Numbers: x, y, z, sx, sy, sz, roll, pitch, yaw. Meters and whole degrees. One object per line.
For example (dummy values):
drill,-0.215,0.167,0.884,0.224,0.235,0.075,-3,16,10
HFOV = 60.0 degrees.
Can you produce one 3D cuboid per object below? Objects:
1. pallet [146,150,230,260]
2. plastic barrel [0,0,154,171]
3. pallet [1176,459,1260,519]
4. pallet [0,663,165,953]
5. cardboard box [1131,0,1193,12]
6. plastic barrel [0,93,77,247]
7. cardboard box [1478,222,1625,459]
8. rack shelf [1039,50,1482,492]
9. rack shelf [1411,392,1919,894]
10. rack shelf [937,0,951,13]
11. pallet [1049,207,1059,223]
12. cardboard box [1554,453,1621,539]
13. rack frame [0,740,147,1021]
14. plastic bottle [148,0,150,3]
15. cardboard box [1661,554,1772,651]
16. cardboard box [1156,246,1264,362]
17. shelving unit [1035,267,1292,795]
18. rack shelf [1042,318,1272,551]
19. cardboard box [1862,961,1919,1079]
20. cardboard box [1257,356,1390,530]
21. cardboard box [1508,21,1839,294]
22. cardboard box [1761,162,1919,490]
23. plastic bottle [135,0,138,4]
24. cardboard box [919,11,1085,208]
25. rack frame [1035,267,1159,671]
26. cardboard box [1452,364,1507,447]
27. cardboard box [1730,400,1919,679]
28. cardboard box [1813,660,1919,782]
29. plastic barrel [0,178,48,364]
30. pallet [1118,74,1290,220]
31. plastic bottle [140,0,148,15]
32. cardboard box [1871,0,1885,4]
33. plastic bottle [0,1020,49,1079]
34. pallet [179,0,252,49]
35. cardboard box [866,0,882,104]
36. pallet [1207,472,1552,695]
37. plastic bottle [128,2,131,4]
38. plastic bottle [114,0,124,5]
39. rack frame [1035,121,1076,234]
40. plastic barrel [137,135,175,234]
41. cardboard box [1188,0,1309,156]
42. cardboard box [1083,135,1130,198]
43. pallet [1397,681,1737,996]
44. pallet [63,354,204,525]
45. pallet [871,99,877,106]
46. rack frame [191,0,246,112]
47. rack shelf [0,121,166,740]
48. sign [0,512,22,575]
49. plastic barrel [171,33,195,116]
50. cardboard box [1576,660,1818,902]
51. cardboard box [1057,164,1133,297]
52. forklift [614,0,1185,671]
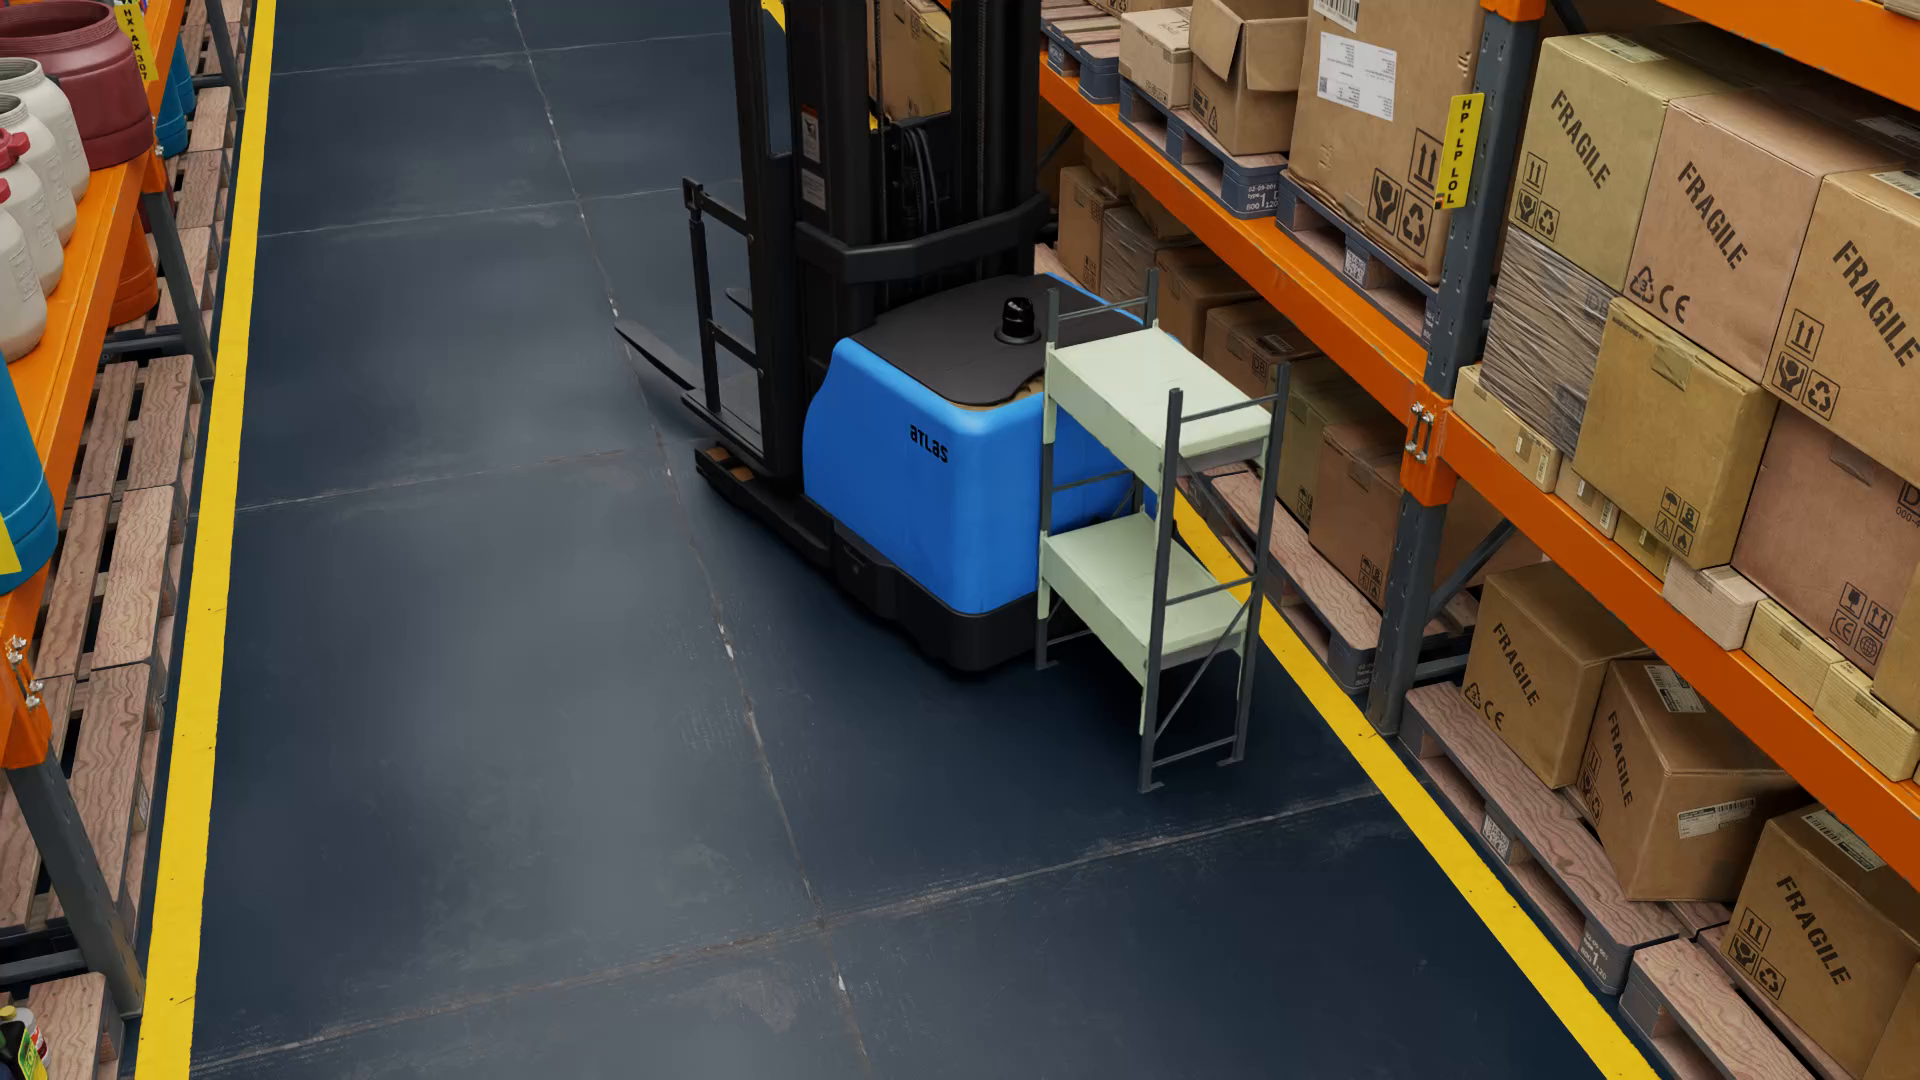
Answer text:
pallet,-4.678,-1.835,9.335,1.003,0.211,1.213,-10,35,-15
plastic barrel,-3.600,-1.816,6.654,0.600,0.536,0.708,-10,35,-15
pallet,1.293,-0.572,7.423,1.003,0.211,1.213,-10,35,-15
pallet,-3.086,0.906,5.188,1.003,0.211,1.213,-10,35,-15
cardboard box,1.156,-2.449,7.263,0.700,0.500,0.500,-5,34,-8
plastic barrel,-3.384,-1.273,5.855,0.421,0.512,0.421,0,33,0
cardboard box,1.986,-0.604,4.583,0.875,0.500,0.500,-10,35,-15
rack shelf,1.297,-1.435,6.853,1.077,0.370,4.000,-10,35,-15
rack shelf,2.517,0.665,3.675,1.077,0.370,4.000,-10,35,-15
rack shelf,0.077,-3.535,10.031,1.077,0.370,4.000,-10,35,-15
pallet,0.519,-2.048,9.658,1.003,0.211,1.213,-10,35,-15
cardboard box,1.853,-0.156,4.494,0.380,0.149,0.250,-10,35,-15
rack frame,-2.810,0.148,3.805,1.000,3.000,0.127,-10,35,-15
plastic bottle,-4.277,-2.910,8.545,0.152,0.276,0.135,-10,35,-15
cardboard box,1.975,0.111,4.088,0.380,0.149,0.250,-10,35,-15
cardboard box,1.272,-0.992,7.398,0.700,0.500,0.500,-7,34,-11
shelving unit,0.615,-0.021,5.422,0.431,1.500,0.755,-15,36,-21
rack shelf,0.615,-0.347,5.207,0.431,0.370,0.720,-15,36,-21
cardboard box,2.565,1.312,3.929,0.500,0.500,0.500,-7,34,-10
cardboard box,1.613,-0.405,6.510,0.700,0.500,0.500,-10,35,-15
cardboard box,1.803,-0.989,4.258,0.500,0.500,0.500,-10,35,-15
cardboard box,2.108,-0.464,3.464,0.500,0.500,0.500,-10,35,-15
plastic bottle,-4.115,-2.679,8.201,0.097,0.271,0.097,0,33,0
cardboard box,0.497,-2.439,9.267,1.225,0.875,0.875,-12,35,-17
rack frame,0.457,-0.203,5.697,0.400,1.500,0.023,-15,36,-21
cardboard box,1.687,-0.416,4.887,0.380,0.149,0.250,-10,35,-15
cardboard box,2.353,-0.090,3.805,0.875,0.500,0.500,-10,35,-15
cardboard box,2.157,0.369,3.699,0.380,0.149,0.250,-10,35,-15
plastic barrel,-3.116,-0.833,5.166,0.433,0.535,0.433,0,33,0
pallet,1.330,-1.672,6.734,1.003,0.211,1.213,-10,35,-15
plastic bottle,-4.163,-2.799,8.371,0.061,0.283,0.133,-10,35,-15
cardboard box,1.967,-1.317,3.438,0.500,0.250,0.500,-10,35,-15
plastic bottle,-2.349,1.295,4.134,0.061,0.283,0.133,-8,34,-12
pallet,-5.887,-3.910,12.475,1.003,0.211,1.213,-10,35,-15
cardboard box,-0.045,-3.372,10.679,1.225,0.875,0.875,-11,35,-16
pallet,1.668,0.070,6.452,1.003,0.211,1.213,-10,35,-15
plastic bottle,-4.045,-2.529,8.037,0.097,0.201,0.097,0,33,0
plastic bottle,-3.995,-2.425,7.811,0.152,0.276,0.135,-10,35,-15
rack frame,0.687,-2.785,8.244,1.000,3.000,0.127,-10,35,-15
plastic barrel,-4.540,-1.968,8.814,0.600,0.588,0.708,-10,35,-15
cardboard box,1.291,-1.798,6.275,0.797,0.503,0.637,-7,34,-10
cardboard box,0.920,-1.892,8.080,0.500,0.250,0.500,-9,34,-13
pallet,2.146,0.825,5.310,1.003,0.211,1.213,-10,35,-15
pallet,-3.830,-0.375,7.126,1.003,0.211,1.213,-10,35,-15
pallet,-0.226,-3.329,11.597,1.003,0.211,1.213,-10,35,-15
rack frame,-5.250,-4.052,10.161,1.000,3.000,0.127,-10,35,-15
rack shelf,-3.420,-0.602,5.592,1.077,0.370,4.000,-10,35,-15
sign,-2.282,-0.054,3.860,0.100,0.325,0.005,-10,35,-15
plastic barrel,-5.100,-3.063,10.187,0.600,0.901,0.708,-10,35,-15
cardboard box,2.173,0.699,4.858,0.500,0.500,0.500,0,33,1
cardboard box,0.911,-1.577,8.284,0.700,0.500,0.500,-12,35,-17
forklift,-0.469,-1.513,6.381,1.130,2.935,3.031,-23,40,-30
